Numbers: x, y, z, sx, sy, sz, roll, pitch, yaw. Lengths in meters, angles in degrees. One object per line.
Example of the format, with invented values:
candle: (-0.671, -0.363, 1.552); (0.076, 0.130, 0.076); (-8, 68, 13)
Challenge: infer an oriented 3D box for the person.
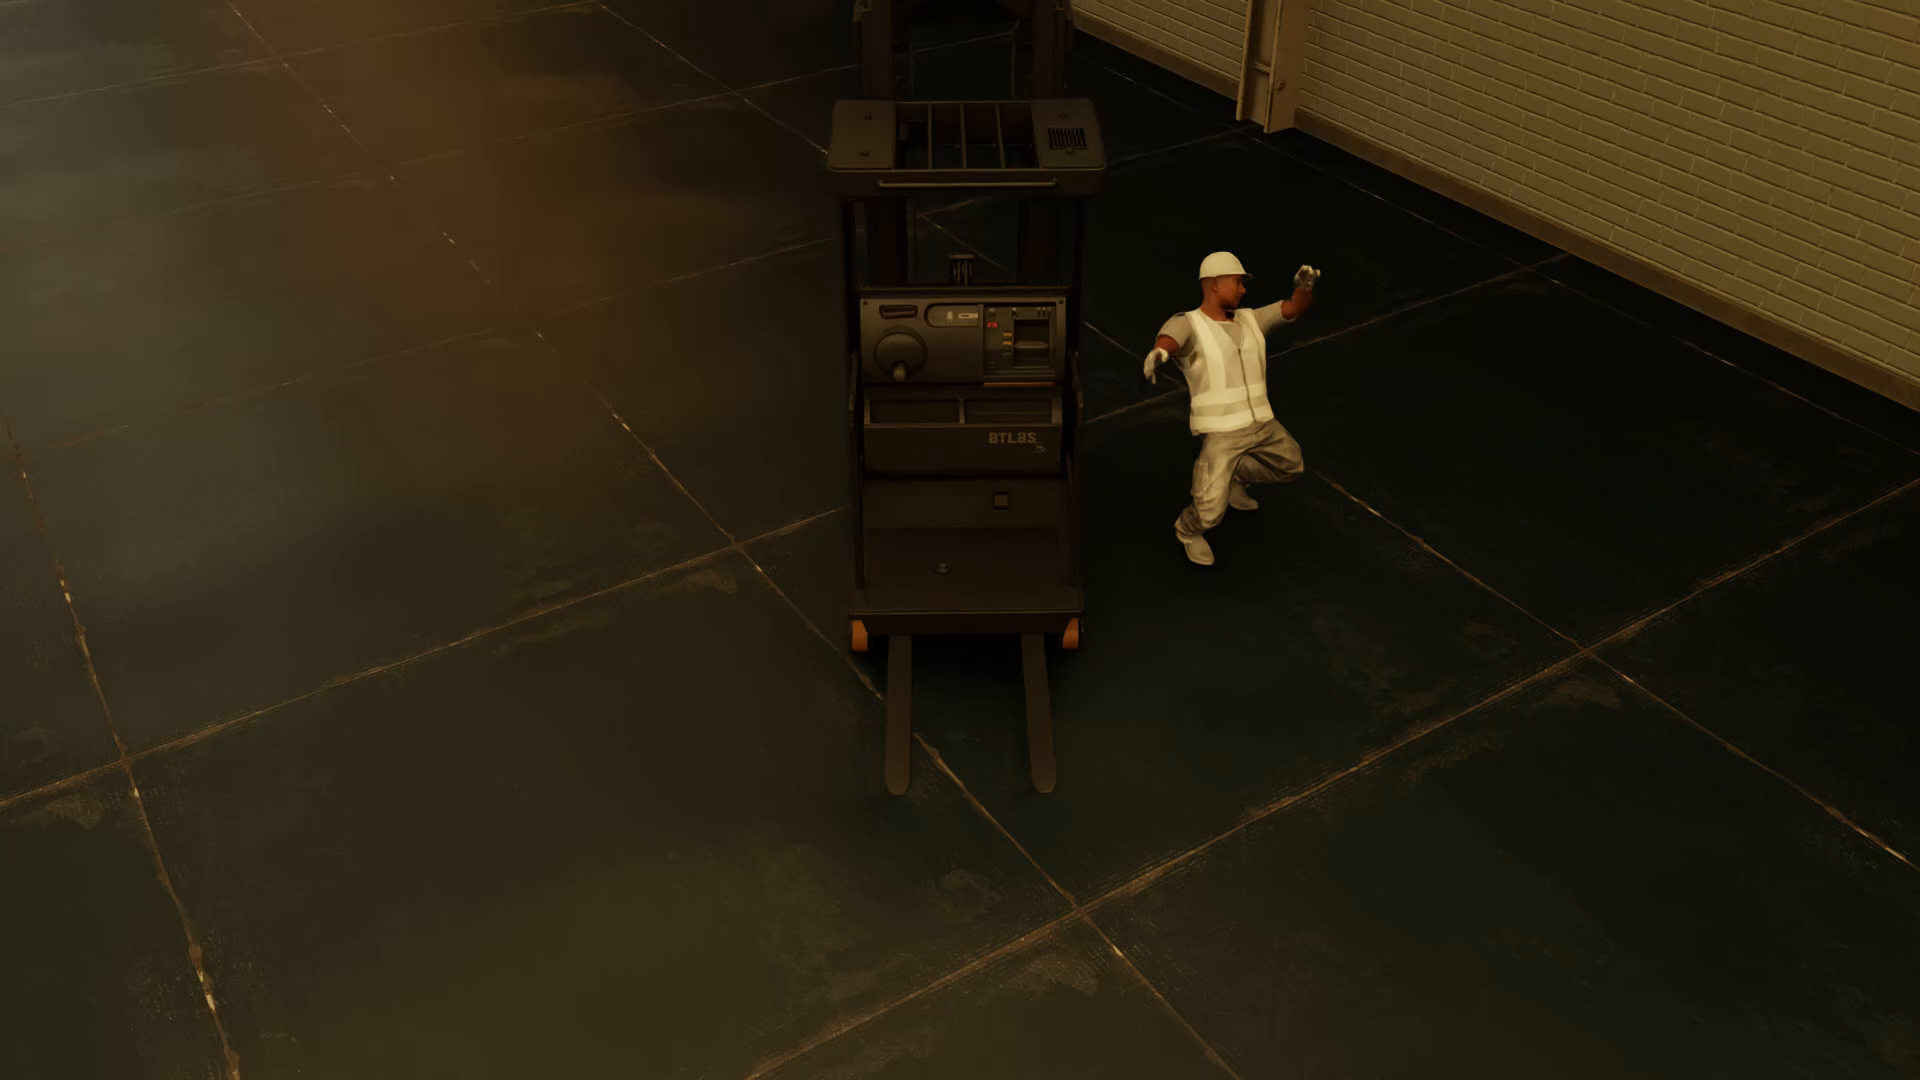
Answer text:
person: (1.171, -0.620, 8.153); (1.088, 1.631, 0.686); (-24, 42, -30)

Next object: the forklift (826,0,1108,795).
forklift: (0.021, -0.847, 7.353); (1.130, 2.935, 3.031); (-1, 35, -1)
